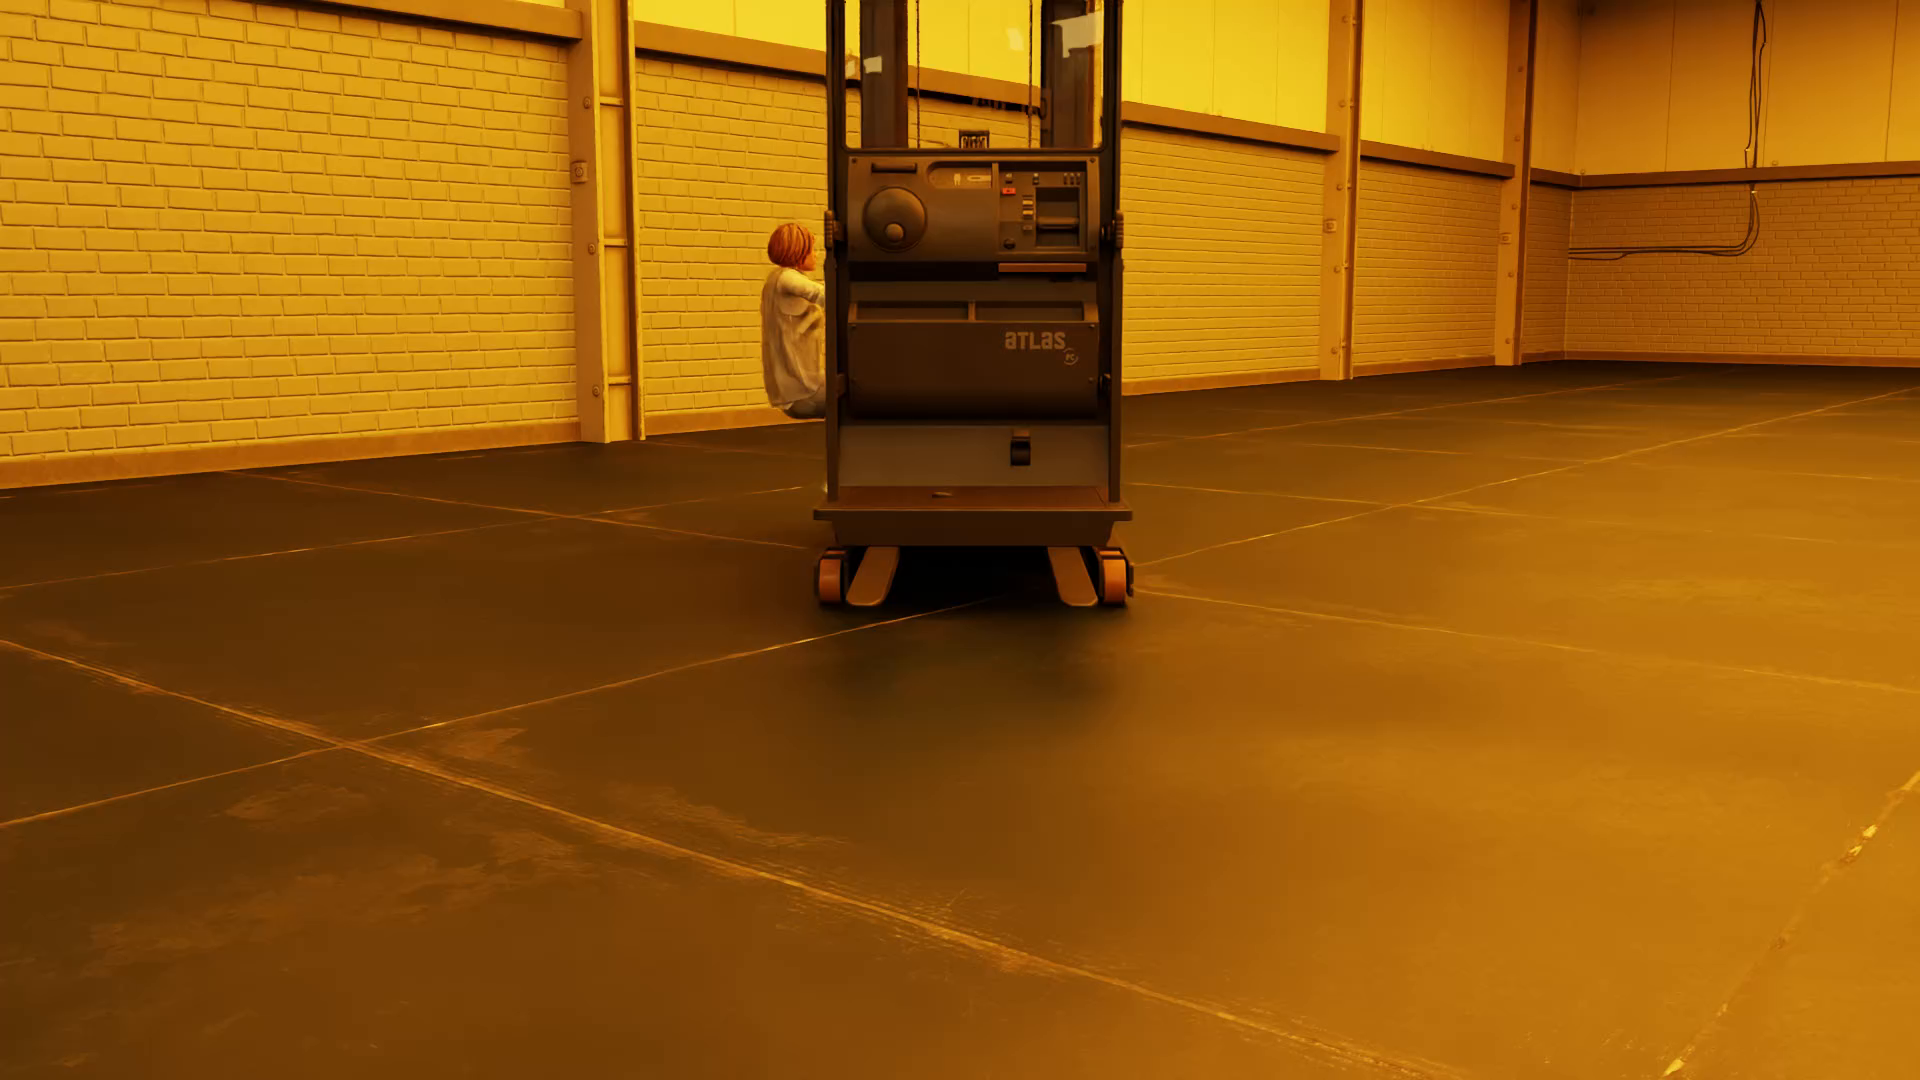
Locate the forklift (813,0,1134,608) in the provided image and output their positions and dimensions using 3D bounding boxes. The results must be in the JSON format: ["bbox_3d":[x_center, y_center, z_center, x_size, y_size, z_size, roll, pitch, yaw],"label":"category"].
[{"bbox_3d":[0.049,-1.267,5.941,1.130,2.935,3.031,0,8,1],"label":"forklift"}]

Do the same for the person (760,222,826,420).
[{"bbox_3d":[-0.525,-0.763,7.600,0.752,1.354,0.906,-4,9,-25],"label":"person"}]
